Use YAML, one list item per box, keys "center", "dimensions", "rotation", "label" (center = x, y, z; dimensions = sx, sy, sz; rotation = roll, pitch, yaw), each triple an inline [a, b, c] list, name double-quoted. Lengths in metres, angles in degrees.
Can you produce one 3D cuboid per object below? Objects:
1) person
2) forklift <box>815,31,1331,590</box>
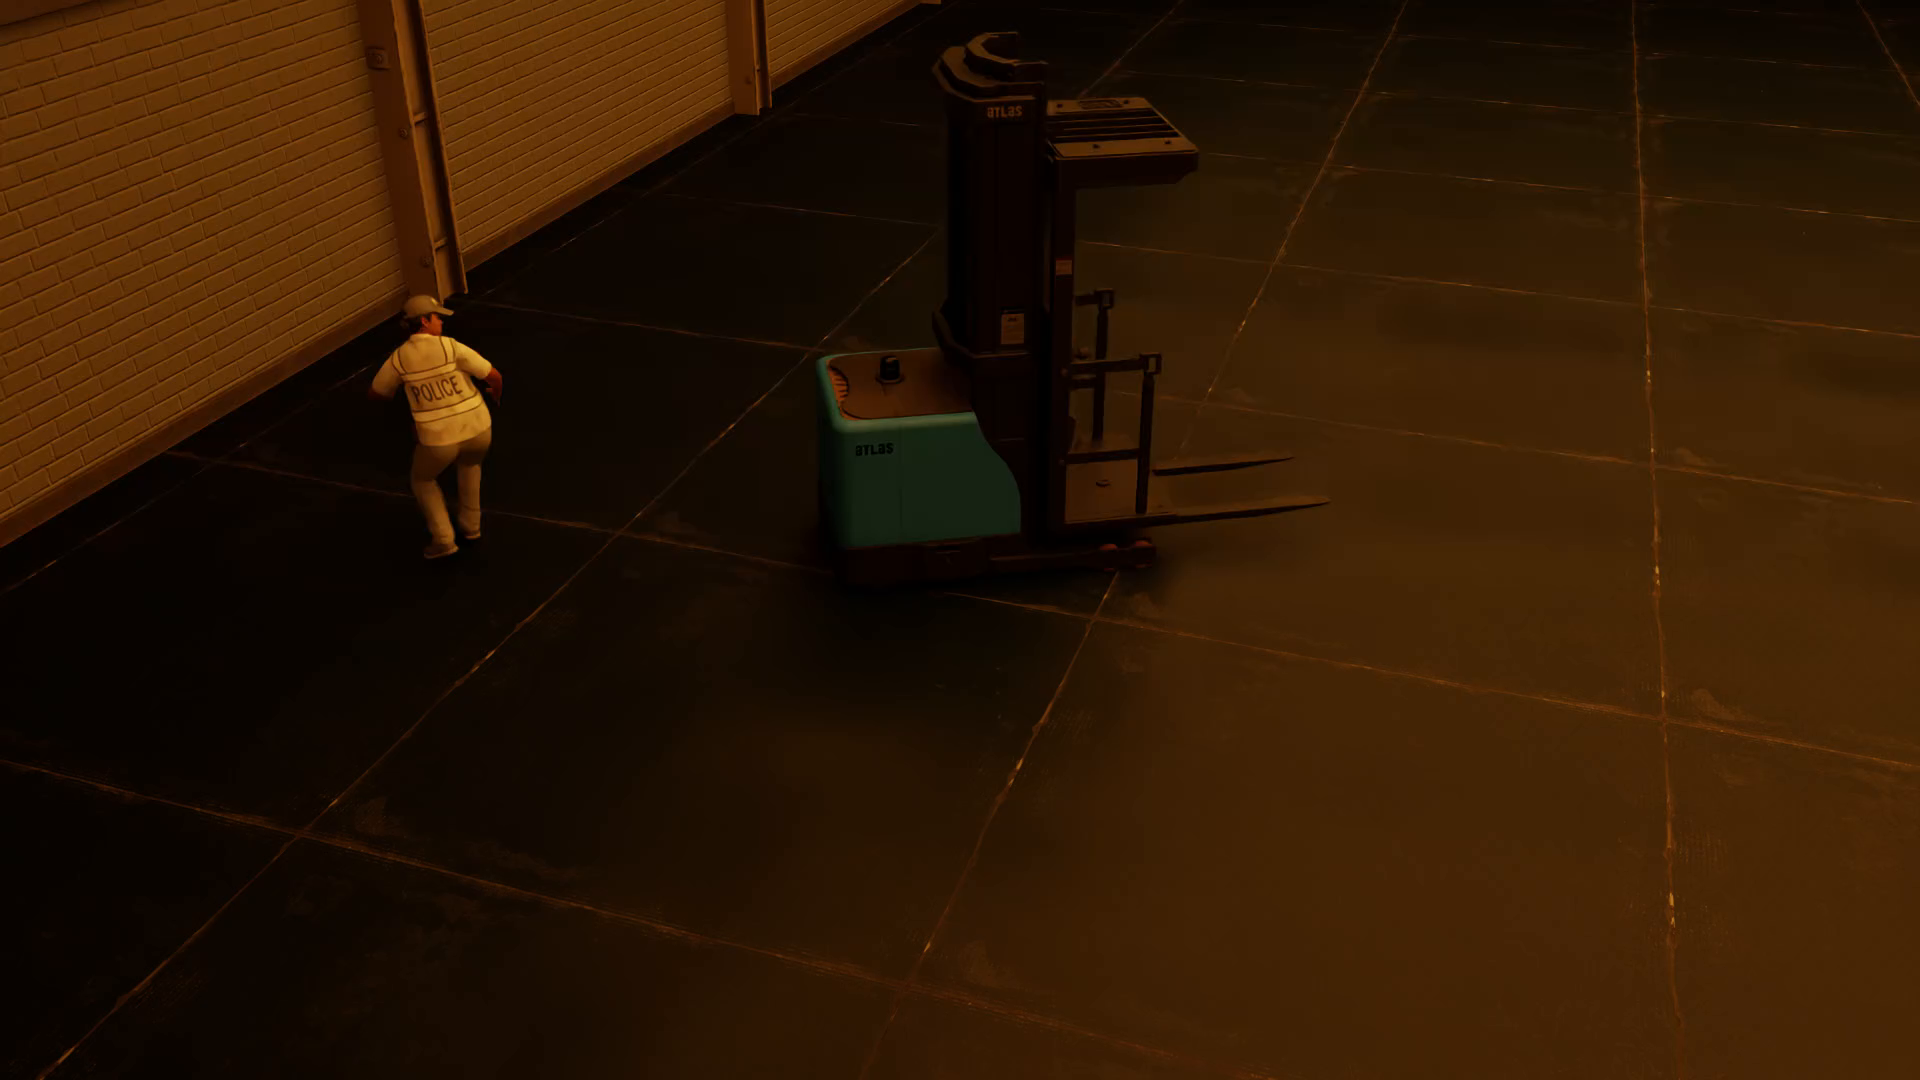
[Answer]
- center: [-3.030, -0.683, 9.722]
  dimensions: [0.739, 1.586, 0.710]
  rotation: [-14, 32, -23]
  label: "person"
- center: [0.699, -1.337, 9.482]
  dimensions: [3.031, 2.935, 1.130]
  rotation: [-5, 30, -9]
  label: "forklift"
